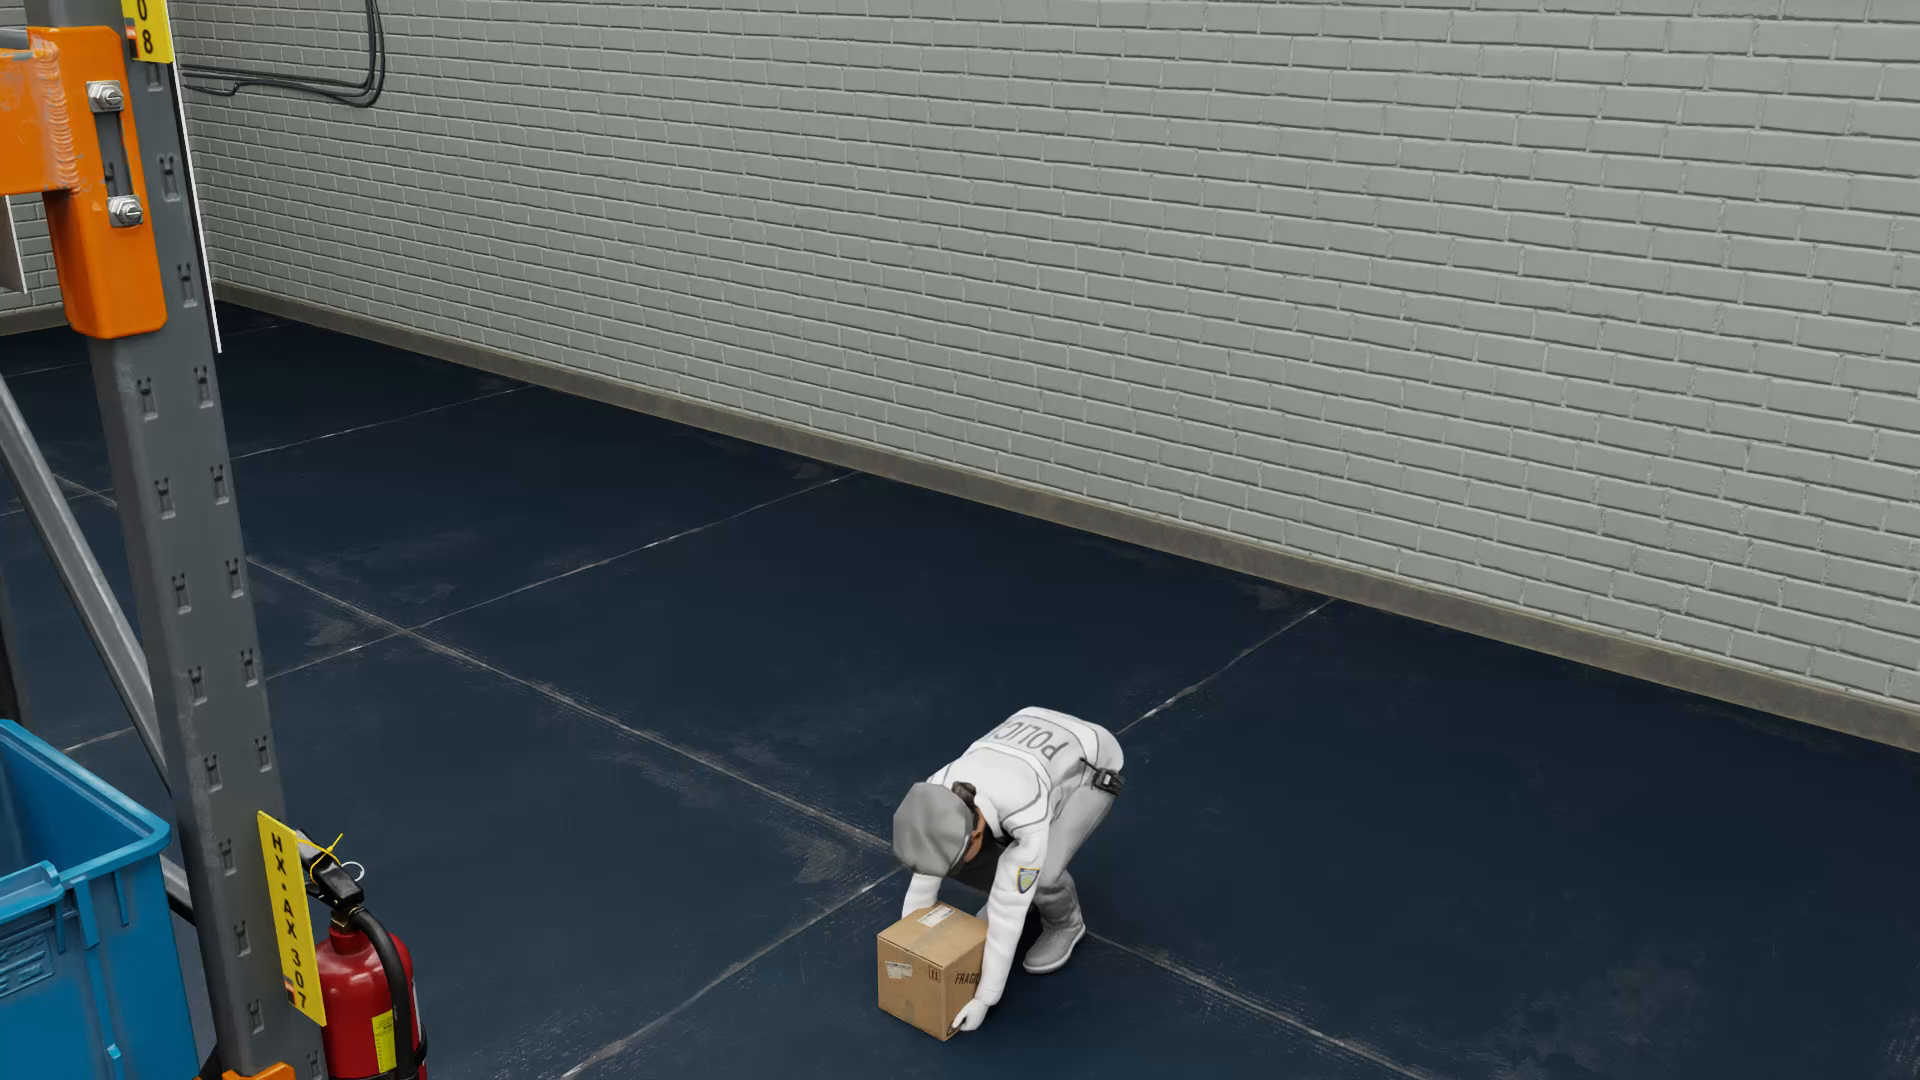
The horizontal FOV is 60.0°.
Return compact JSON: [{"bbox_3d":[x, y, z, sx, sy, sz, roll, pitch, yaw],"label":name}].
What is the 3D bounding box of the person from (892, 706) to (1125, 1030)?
[{"bbox_3d":[0.134,0.927,4.920,0.445,0.759,0.914,15,25,35],"label":"person"}]
